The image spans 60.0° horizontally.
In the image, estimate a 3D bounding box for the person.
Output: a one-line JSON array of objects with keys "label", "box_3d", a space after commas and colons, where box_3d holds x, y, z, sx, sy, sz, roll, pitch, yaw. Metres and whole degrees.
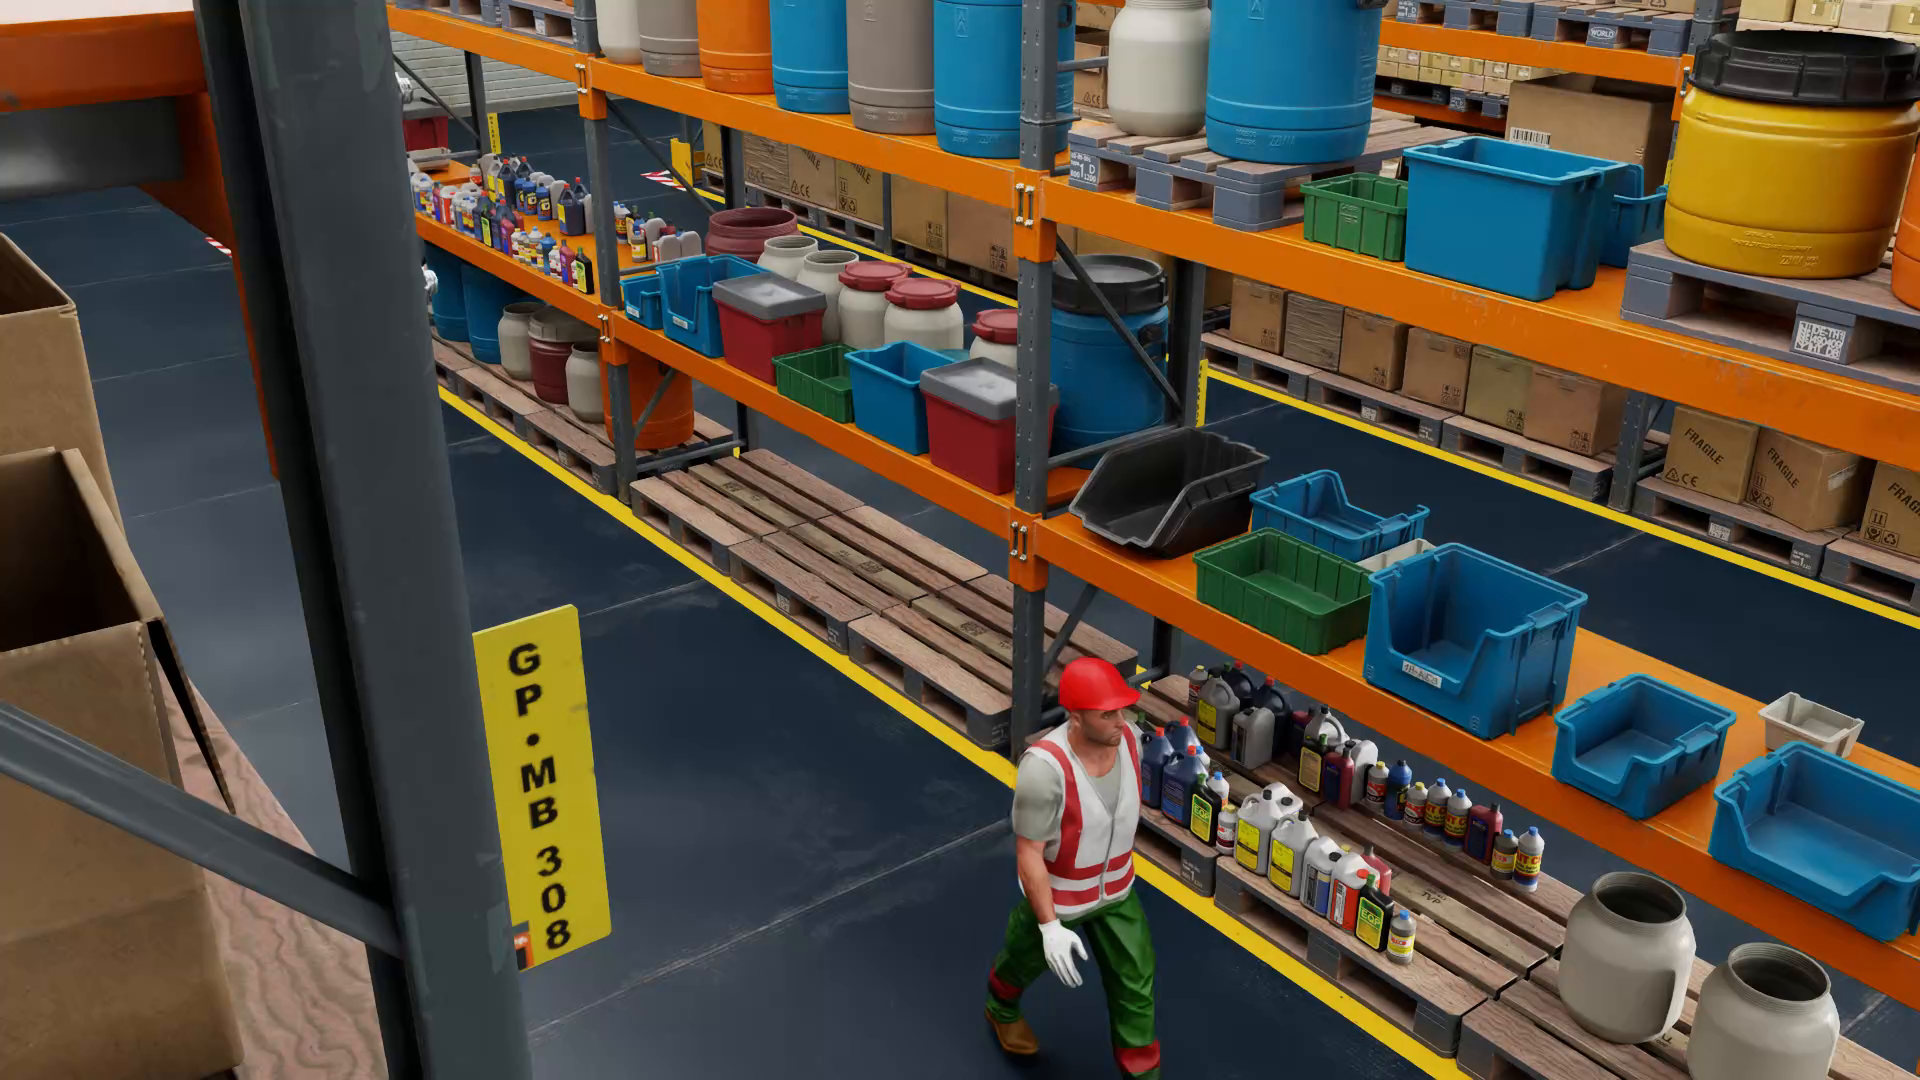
[{"label": "person", "box_3d": [0.428, 1.175, 5.484, 0.559, 1.724, 1.069, -14, 28, -29]}]
